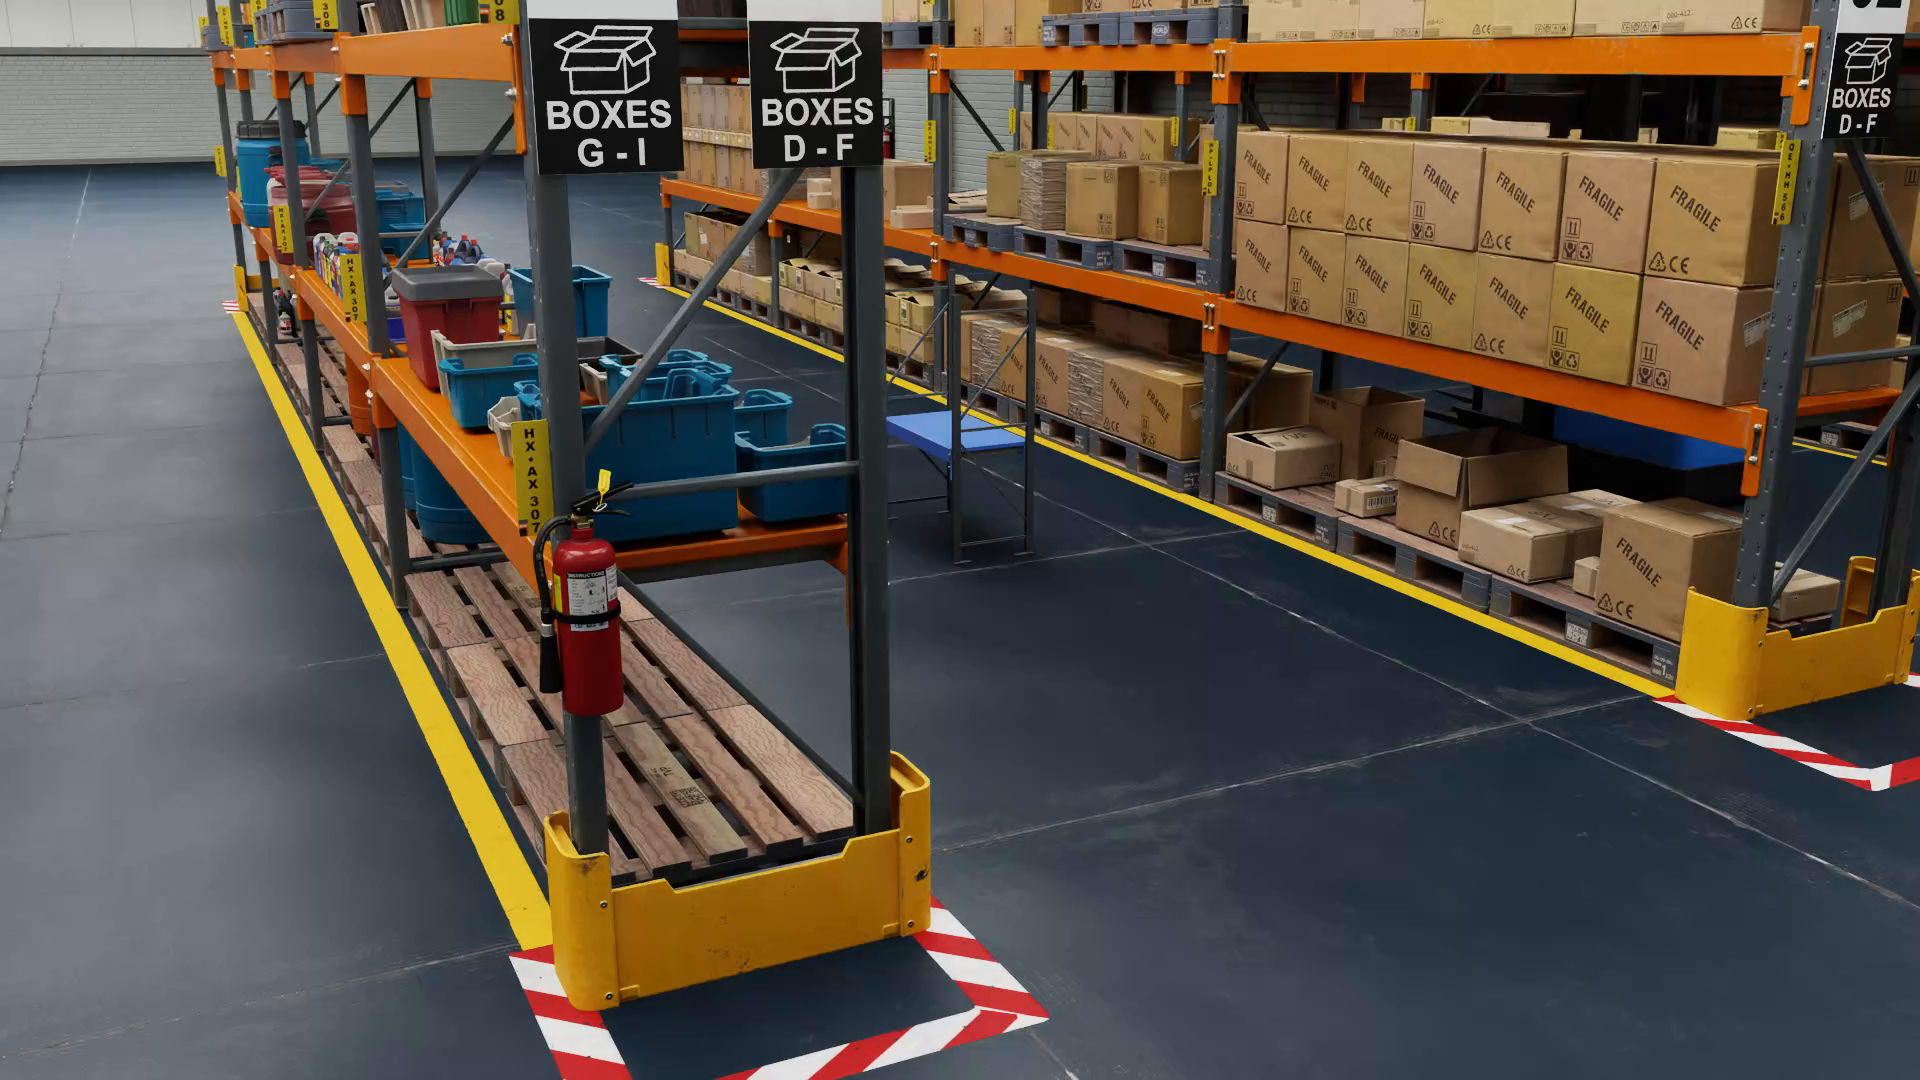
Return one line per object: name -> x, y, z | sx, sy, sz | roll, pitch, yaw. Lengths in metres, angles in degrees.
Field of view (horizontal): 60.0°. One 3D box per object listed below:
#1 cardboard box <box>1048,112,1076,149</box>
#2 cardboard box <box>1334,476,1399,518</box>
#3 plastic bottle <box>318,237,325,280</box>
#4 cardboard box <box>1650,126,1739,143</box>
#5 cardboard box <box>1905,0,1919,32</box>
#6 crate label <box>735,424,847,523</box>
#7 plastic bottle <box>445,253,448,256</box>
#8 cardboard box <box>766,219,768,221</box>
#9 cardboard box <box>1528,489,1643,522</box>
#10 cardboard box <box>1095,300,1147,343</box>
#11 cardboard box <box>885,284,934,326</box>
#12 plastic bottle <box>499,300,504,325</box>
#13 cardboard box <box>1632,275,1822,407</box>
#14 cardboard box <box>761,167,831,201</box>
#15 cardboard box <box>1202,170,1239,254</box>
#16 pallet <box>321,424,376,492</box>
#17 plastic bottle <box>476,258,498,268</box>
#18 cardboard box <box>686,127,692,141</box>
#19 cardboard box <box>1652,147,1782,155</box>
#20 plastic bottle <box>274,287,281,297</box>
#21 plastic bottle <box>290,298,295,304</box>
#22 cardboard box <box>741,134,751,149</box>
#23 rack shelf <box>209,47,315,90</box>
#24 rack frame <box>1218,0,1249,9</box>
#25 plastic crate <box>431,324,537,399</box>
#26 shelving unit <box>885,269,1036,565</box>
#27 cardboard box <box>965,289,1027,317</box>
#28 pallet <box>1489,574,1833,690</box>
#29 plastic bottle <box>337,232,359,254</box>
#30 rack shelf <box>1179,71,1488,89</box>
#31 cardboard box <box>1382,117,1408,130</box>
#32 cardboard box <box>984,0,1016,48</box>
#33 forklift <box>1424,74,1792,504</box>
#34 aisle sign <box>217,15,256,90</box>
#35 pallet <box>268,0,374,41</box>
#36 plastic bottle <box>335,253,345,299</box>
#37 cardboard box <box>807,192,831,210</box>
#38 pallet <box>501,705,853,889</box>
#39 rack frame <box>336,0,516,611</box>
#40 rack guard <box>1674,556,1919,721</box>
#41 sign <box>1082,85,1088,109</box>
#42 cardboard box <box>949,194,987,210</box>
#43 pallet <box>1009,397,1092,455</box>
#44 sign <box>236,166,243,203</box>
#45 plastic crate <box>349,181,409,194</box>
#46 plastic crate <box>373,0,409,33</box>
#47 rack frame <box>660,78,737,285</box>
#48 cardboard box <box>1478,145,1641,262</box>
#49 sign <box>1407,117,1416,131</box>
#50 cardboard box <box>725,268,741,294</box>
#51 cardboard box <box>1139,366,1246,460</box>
cardboard box -> 1.347, -5.346, 21.818 | 0.500, 0.500, 0.500 | -8, 18, -25
cardboard box -> 2.384, -0.258, 9.549 | 0.380, 0.166, 0.250 | -8, 18, -25
plastic bottle -> -4.198, -1.856, 10.993 | 0.061, 0.283, 0.133 | -8, 18, -25
cardboard box -> 5.808, -3.125, 13.086 | 0.500, 0.250, 0.500 | -7, 18, -24
cardboard box -> 3.762, -2.288, 7.118 | 0.500, 0.250, 0.500 | -8, 18, -25
crate label -> -0.508, -0.211, 5.244 | 0.416, 0.233, 0.303 | -8, 18, -25
plastic bottle -> -3.376, -1.841, 11.088 | 0.097, 0.201, 0.097 | 0, 16, 0
cardboard box -> -2.079, -3.500, 19.374 | 0.500, 0.500, 0.500 | -8, 18, -25
cardboard box -> 3.337, -0.067, 8.732 | 0.500, 0.250, 0.500 | -8, 18, -25
cardboard box -> 1.355, -1.644, 12.415 | 0.500, 0.250, 0.500 | -8, 18, -26
cardboard box -> -0.430, -2.121, 14.912 | 0.500, 0.311, 0.500 | -8, 18, -26
plastic bottle -> -2.573, -1.290, 9.169 | 0.097, 0.201, 0.097 | 0, 16, 0
cardboard box -> 3.318, -0.886, 7.219 | 0.500, 0.500, 0.500 | -7, 17, -23
cardboard box -> -1.698, -3.893, 17.696 | 0.700, 0.500, 0.500 | -8, 18, -26
cardboard box -> 2.000, -2.146, 10.848 | 0.500, 0.500, 0.700 | 15, 22, 42
pallet -> -3.817, -0.615, 11.511 | 1.003, 0.211, 1.213 | -8, 18, -25
plastic bottle -> -2.816, -1.542, 9.912 | 0.152, 0.276, 0.135 | -8, 18, -25
cardboard box -> -3.046, -4.836, 19.809 | 0.380, 0.149, 0.250 | -8, 18, -25
cardboard box -> 3.566, -1.559, 7.751 | 0.500, 0.500, 0.500 | -7, 18, -24
plastic bottle -> -6.720, -2.328, 16.431 | 0.144, 0.351, 0.185 | -8, 18, -25
plastic bottle -> -6.456, -2.236, 16.246 | 0.152, 0.276, 0.135 | -8, 18, -25
cardboard box -> -2.150, -4.328, 18.036 | 0.380, 0.149, 0.250 | -8, 18, -25
rack shelf -> -6.829, -4.730, 16.660 | 1.077, 0.370, 4.000 | -8, 18, -25
rack frame -> 2.006, -4.635, 9.589 | 1.000, 3.000, 0.127 | -8, 18, -25
plastic crate -> -1.945, -0.725, 6.945 | 0.437, 0.282, 0.530 | -8, 18, -25
shelving unit -> -0.037, -0.742, 9.617 | 0.538, 1.500, 1.048 | -8, 18, -25
cardboard box -> 0.289, -2.058, 14.693 | 0.500, 0.311, 0.500 | -7, 17, -23
pallet -> 3.375, 0.364, 8.099 | 1.003, 0.211, 1.213 | -8, 18, -25
plastic bottle -> -4.165, -1.958, 11.361 | 0.152, 0.276, 0.135 | -8, 18, -25
rack shelf -> 3.829, -4.935, 17.375 | 1.077, 0.370, 4.000 | -8, 18, -25
cardboard box -> 4.373, -4.074, 16.355 | 0.380, 0.149, 0.250 | -11, 19, -34
cardboard box -> 0.699, -4.003, 12.642 | 0.910, 0.500, 0.500 | -8, 18, -25
forklift -> 4.166, -1.964, 11.282 | 1.130, 2.935, 3.031 | -8, 18, -26
aisle sign -> -8.000, -5.361, 18.283 | 0.394, 0.787, 0.004 | -8, 18, -25
pallet -> -2.879, -2.688, 8.582 | 1.213, 0.211, 1.003 | -8, 18, -25
plastic bottle -> -3.769, -1.619, 10.188 | 0.097, 0.271, 0.097 | 0, 16, 0
cardboard box -> -1.294, -3.370, 16.512 | 0.380, 0.149, 0.250 | -8, 18, -25
pallet -> -1.022, 0.969, 5.991 | 1.003, 0.211, 1.213 | -8, 18, -25
rack frame -> -2.448, -1.154, 8.334 | 1.000, 3.000, 0.127 | -8, 18, -25
rack guard -> 3.725, 0.423, 7.371 | 1.175, 0.500, 0.348 | -8, 18, -25
sign -> 1.708, -6.097, 22.887 | 0.100, 0.325, 0.005 | -8, 18, -25
cardboard box -> 0.134, -2.796, 14.217 | 0.500, 0.311, 0.500 | -6, 17, -21
pallet -> 1.078, -0.911, 12.543 | 1.003, 0.211, 1.213 | -8, 18, -25
sign -> -6.452, -3.207, 14.986 | 0.100, 0.325, 0.005 | -8, 18, -25
plastic crate -> -4.633, -2.614, 13.306 | 0.402, 0.464, 0.583 | -8, 18, -25
plastic crate -> -2.150, -2.192, 6.749 | 0.497, 0.269, 0.590 | -8, 18, -25
rack frame -> -3.251, -4.727, 20.785 | 1.000, 3.000, 0.127 | -8, 18, -25
cardboard box -> 2.863, -1.619, 7.959 | 0.500, 0.500, 0.500 | -7, 17, -23
sign -> 4.222, -3.793, 15.576 | 0.100, 0.325, 0.005 | -8, 18, -25
cardboard box -> -2.340, -2.951, 18.821 | 0.500, 0.250, 0.500 | -8, 18, -25
cardboard box -> 1.533, -0.849, 11.006 | 0.500, 0.500, 0.500 | -8, 18, -25
